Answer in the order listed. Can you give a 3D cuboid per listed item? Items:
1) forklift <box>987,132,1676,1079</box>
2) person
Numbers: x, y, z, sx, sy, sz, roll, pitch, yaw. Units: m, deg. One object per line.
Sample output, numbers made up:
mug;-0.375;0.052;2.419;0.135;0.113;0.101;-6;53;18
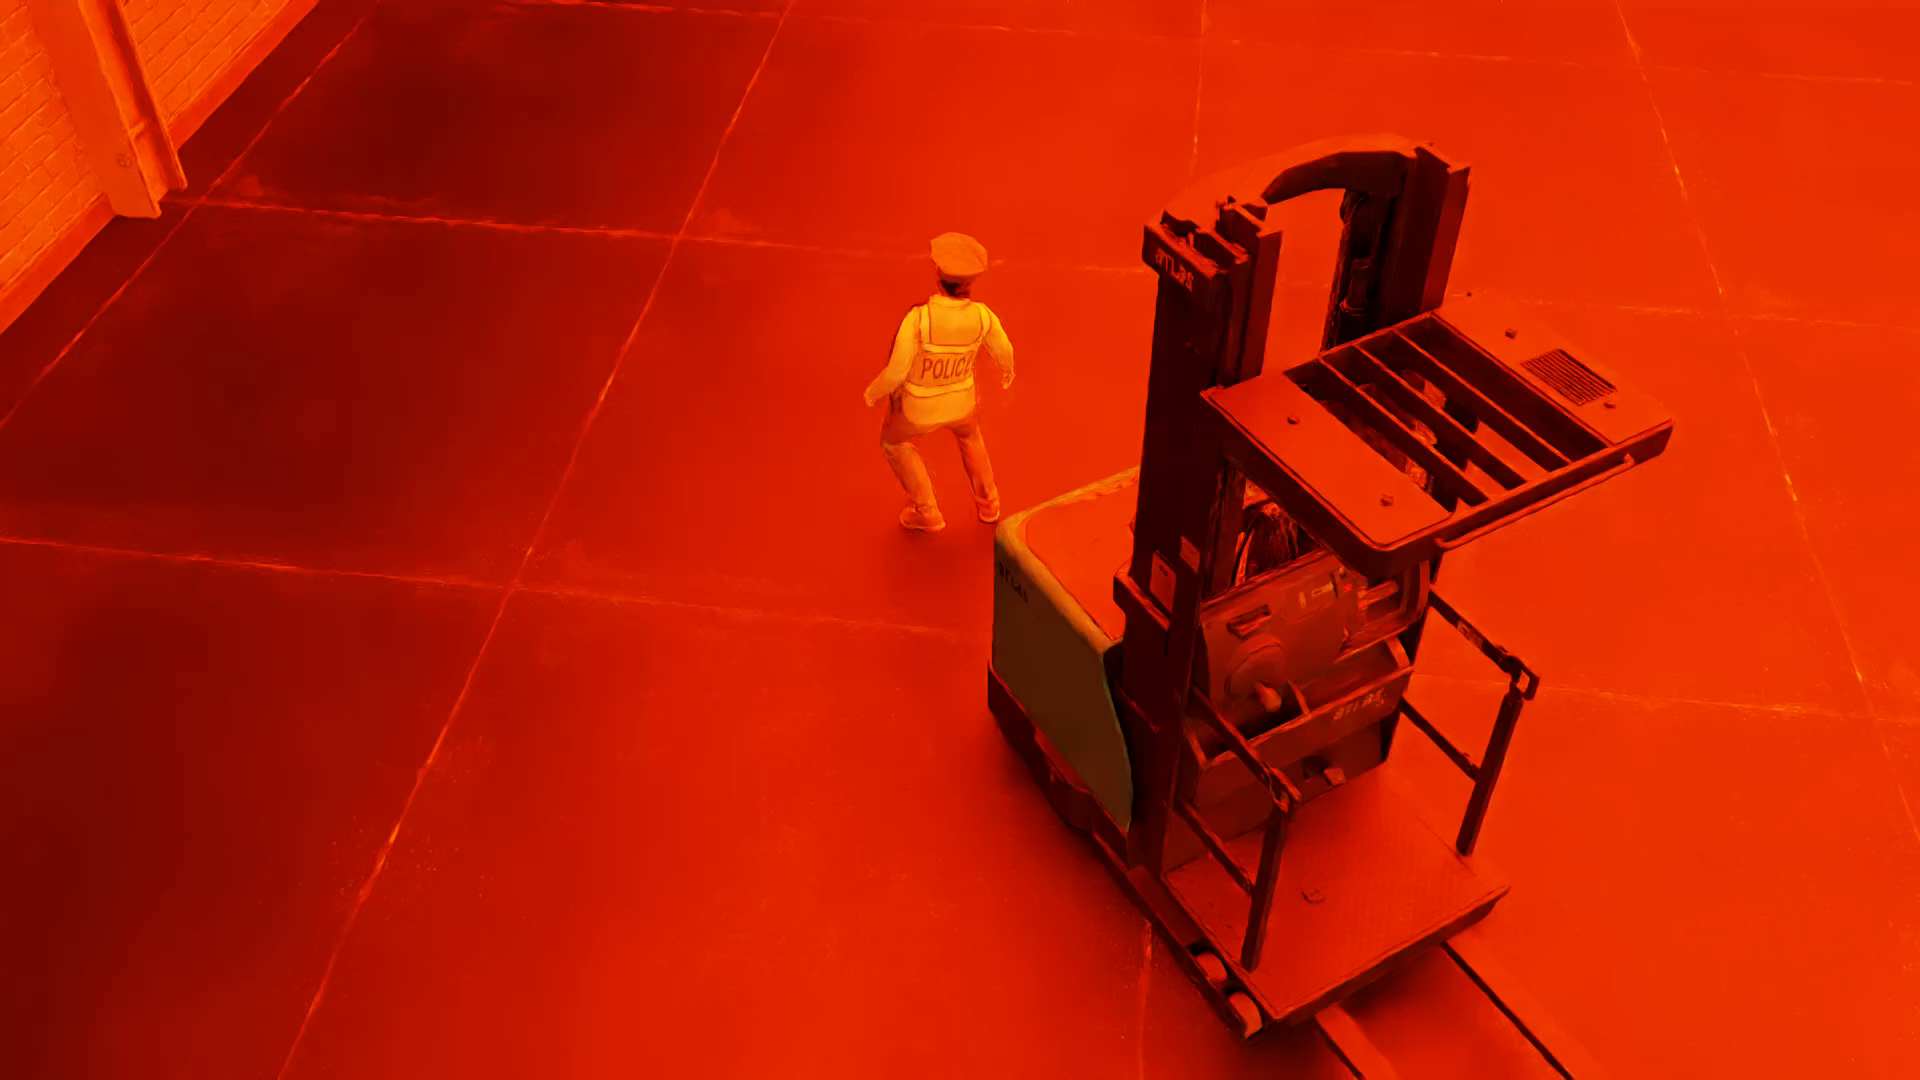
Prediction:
forklift;1.291;0.338;5.357;1.130;2.935;3.031;-21;47;-22
person;-0.058;-0.682;7.464;0.740;1.578;0.429;-16;45;-17
